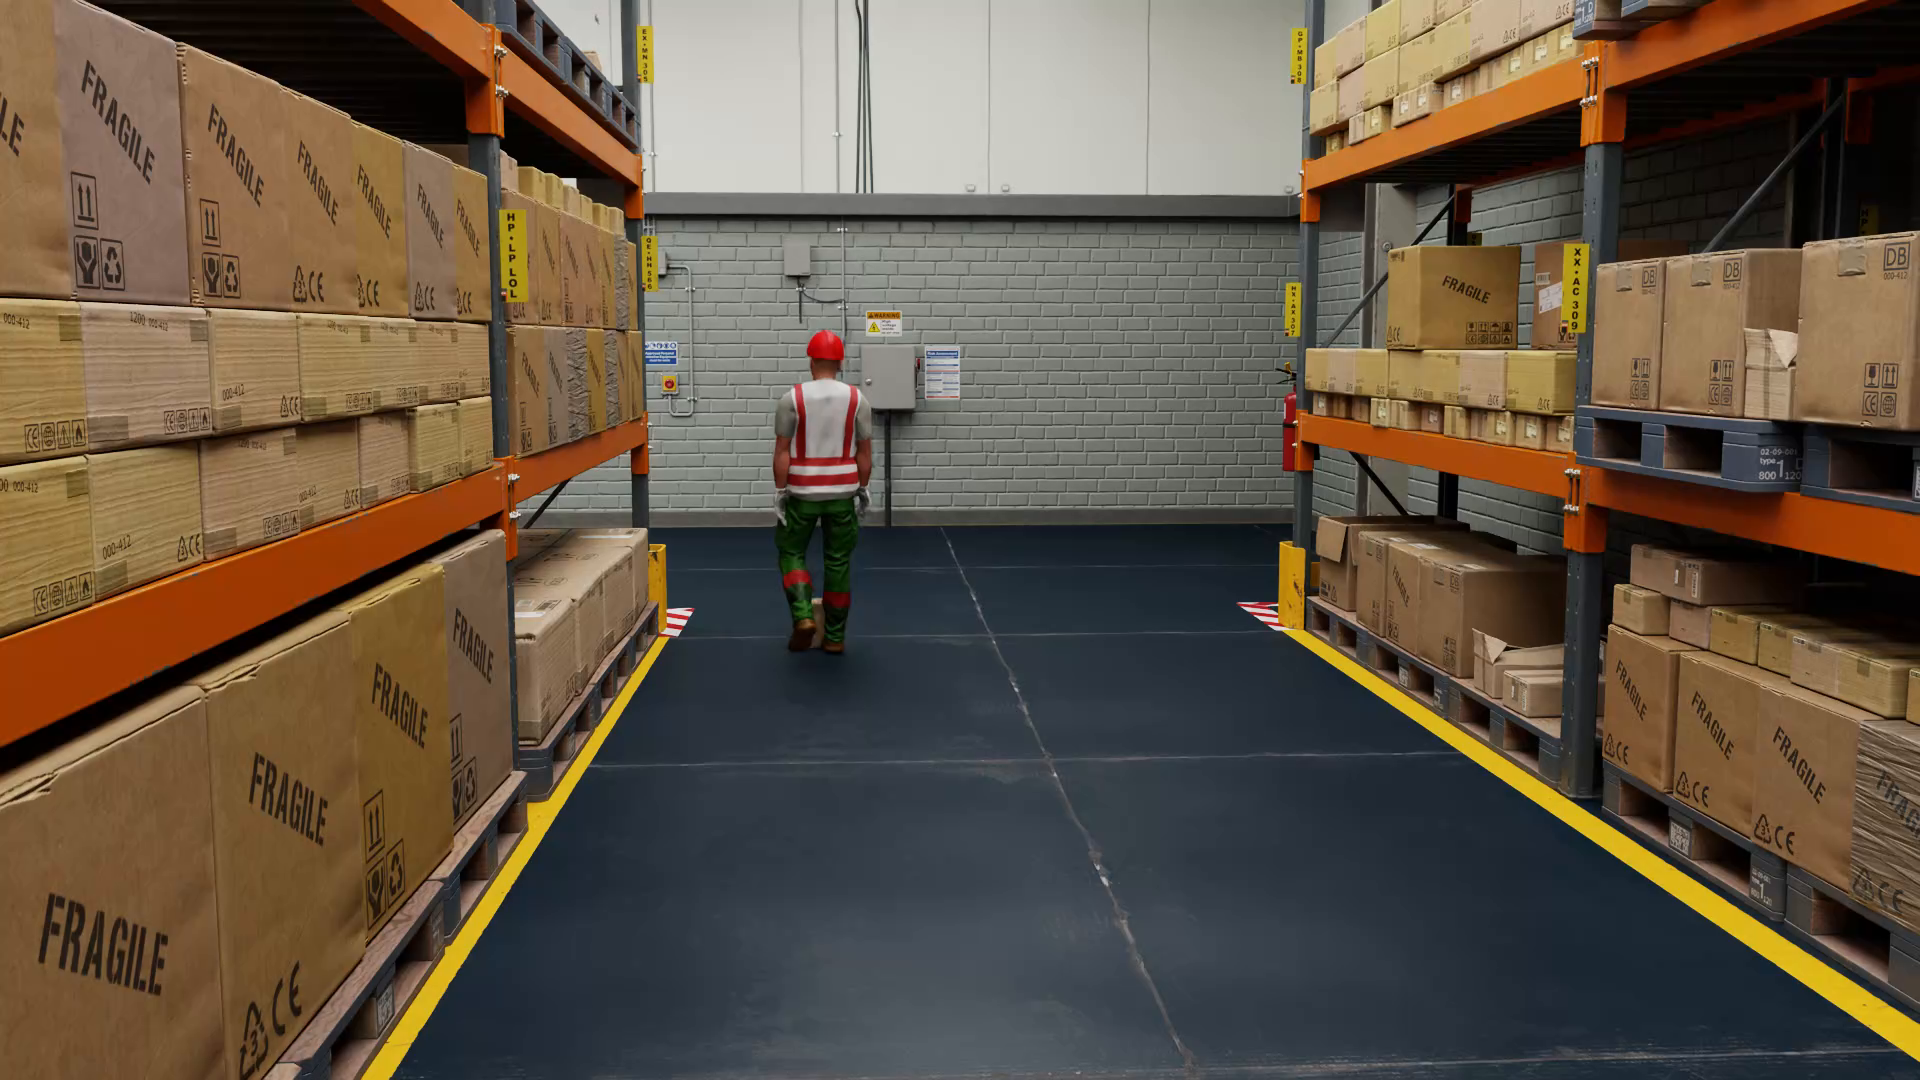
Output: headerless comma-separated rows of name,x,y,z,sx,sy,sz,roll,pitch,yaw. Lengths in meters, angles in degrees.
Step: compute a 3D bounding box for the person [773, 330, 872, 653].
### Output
person,-0.756,-0.253,9.126,0.558,1.783,0.640,-1,7,-12
